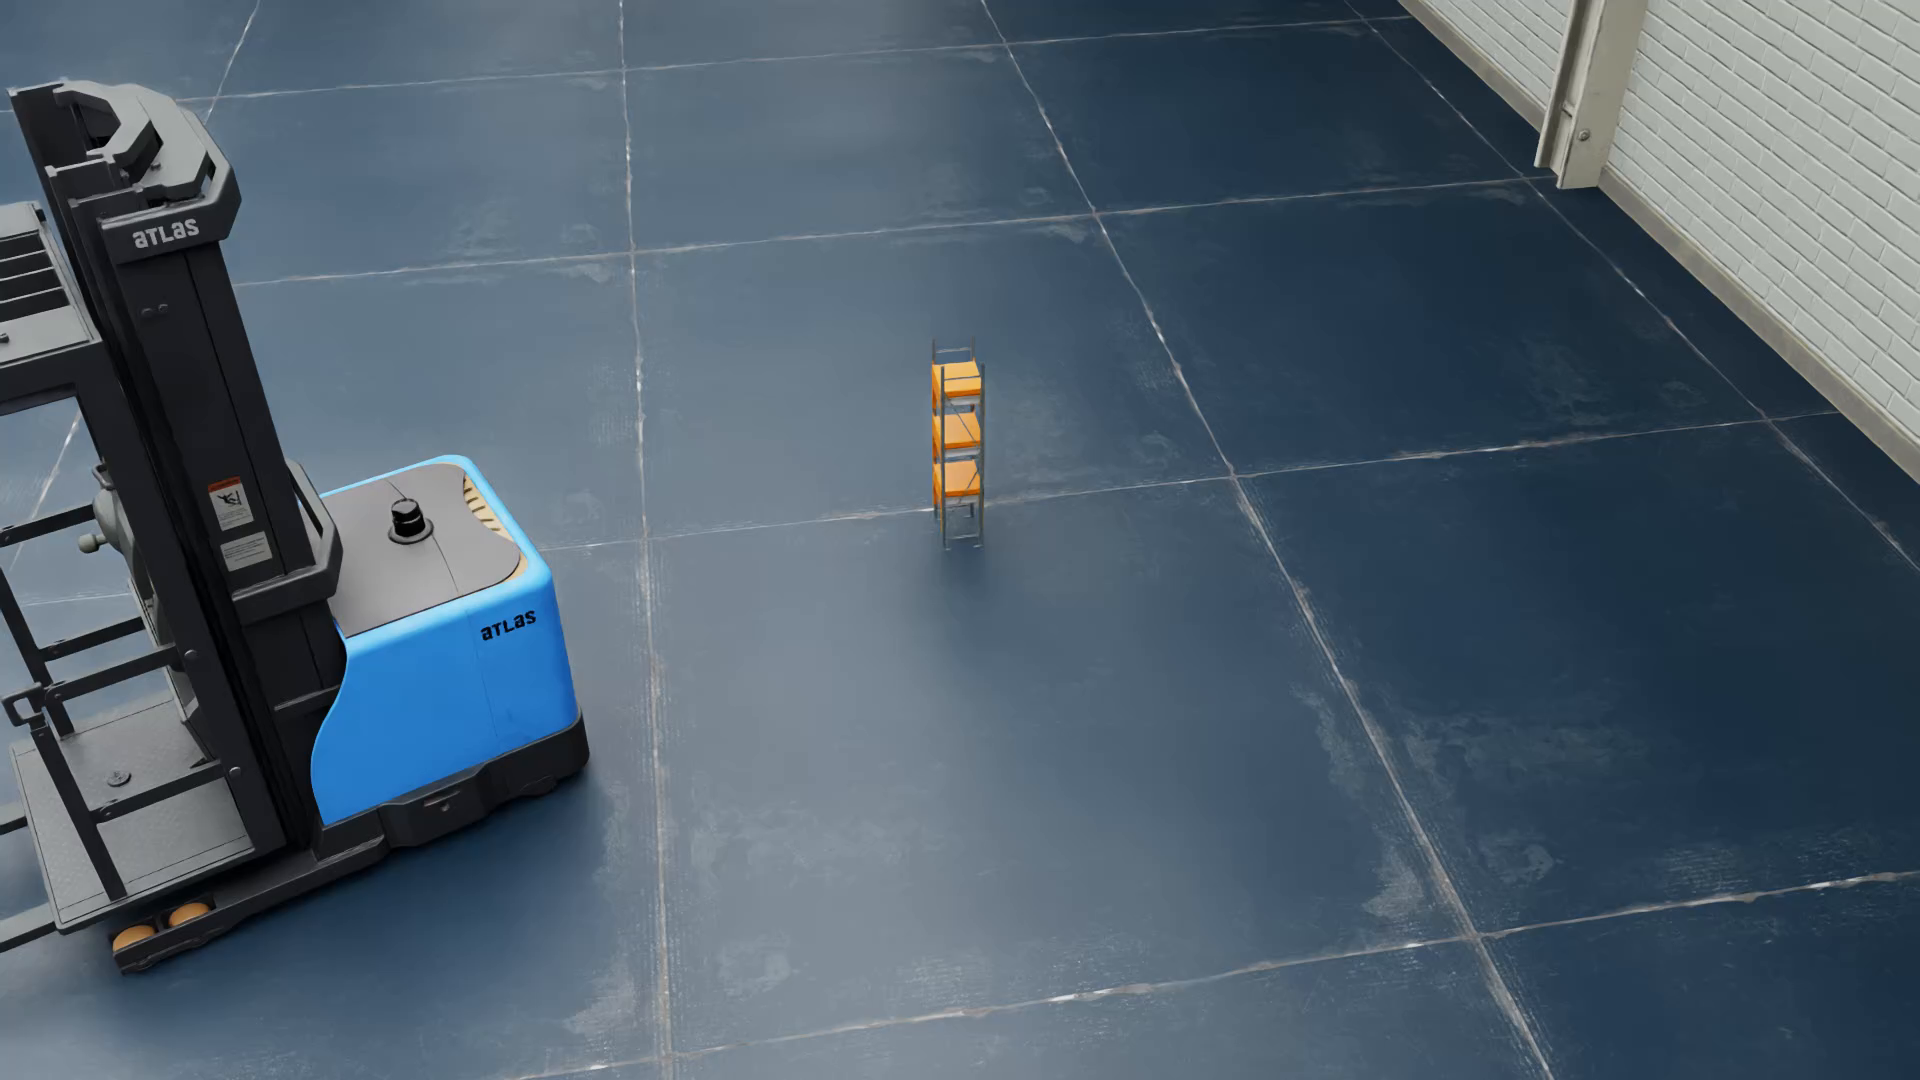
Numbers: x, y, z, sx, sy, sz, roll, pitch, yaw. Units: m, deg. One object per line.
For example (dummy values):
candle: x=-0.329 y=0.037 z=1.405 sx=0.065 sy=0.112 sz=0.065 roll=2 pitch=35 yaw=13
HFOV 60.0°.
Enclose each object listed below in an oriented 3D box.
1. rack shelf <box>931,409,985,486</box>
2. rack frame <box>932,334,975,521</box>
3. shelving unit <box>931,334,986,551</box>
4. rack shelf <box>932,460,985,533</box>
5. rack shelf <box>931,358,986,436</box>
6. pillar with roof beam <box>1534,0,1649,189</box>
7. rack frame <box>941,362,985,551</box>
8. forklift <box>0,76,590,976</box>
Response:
rack shelf: x=-0.009 y=-0.439 z=7.876 sx=0.215 sy=0.259 sz=0.240 roll=-6 pitch=38 yaw=-8
rack frame: x=-0.031 y=-0.521 z=7.964 sx=0.200 sy=1.050 sz=0.008 roll=-6 pitch=38 yaw=-8
shelving unit: x=-0.009 y=-0.447 z=7.869 sx=0.215 sy=1.050 sz=0.252 roll=-6 pitch=38 yaw=-8
rack shelf: x=-0.009 y=-0.219 z=8.046 sx=0.215 sy=0.259 sz=0.240 roll=-6 pitch=38 yaw=-8
rack shelf: x=-0.009 y=-0.663 z=7.702 sx=0.215 sy=0.259 sz=0.240 roll=-6 pitch=38 yaw=-8
pillar with roof beam: x=-0.088 y=-5.586 z=8.005 sx=9.100 sy=9.000 sz=0.400 roll=-6 pitch=38 yaw=-8
rack frame: x=0.012 y=-0.373 z=7.775 sx=0.200 sy=1.050 sz=0.008 roll=-6 pitch=38 yaw=-8
forklift: x=-3.048 y=0.052 z=5.693 sx=3.031 sy=2.935 sz=1.130 roll=-22 pitch=43 yaw=-25
